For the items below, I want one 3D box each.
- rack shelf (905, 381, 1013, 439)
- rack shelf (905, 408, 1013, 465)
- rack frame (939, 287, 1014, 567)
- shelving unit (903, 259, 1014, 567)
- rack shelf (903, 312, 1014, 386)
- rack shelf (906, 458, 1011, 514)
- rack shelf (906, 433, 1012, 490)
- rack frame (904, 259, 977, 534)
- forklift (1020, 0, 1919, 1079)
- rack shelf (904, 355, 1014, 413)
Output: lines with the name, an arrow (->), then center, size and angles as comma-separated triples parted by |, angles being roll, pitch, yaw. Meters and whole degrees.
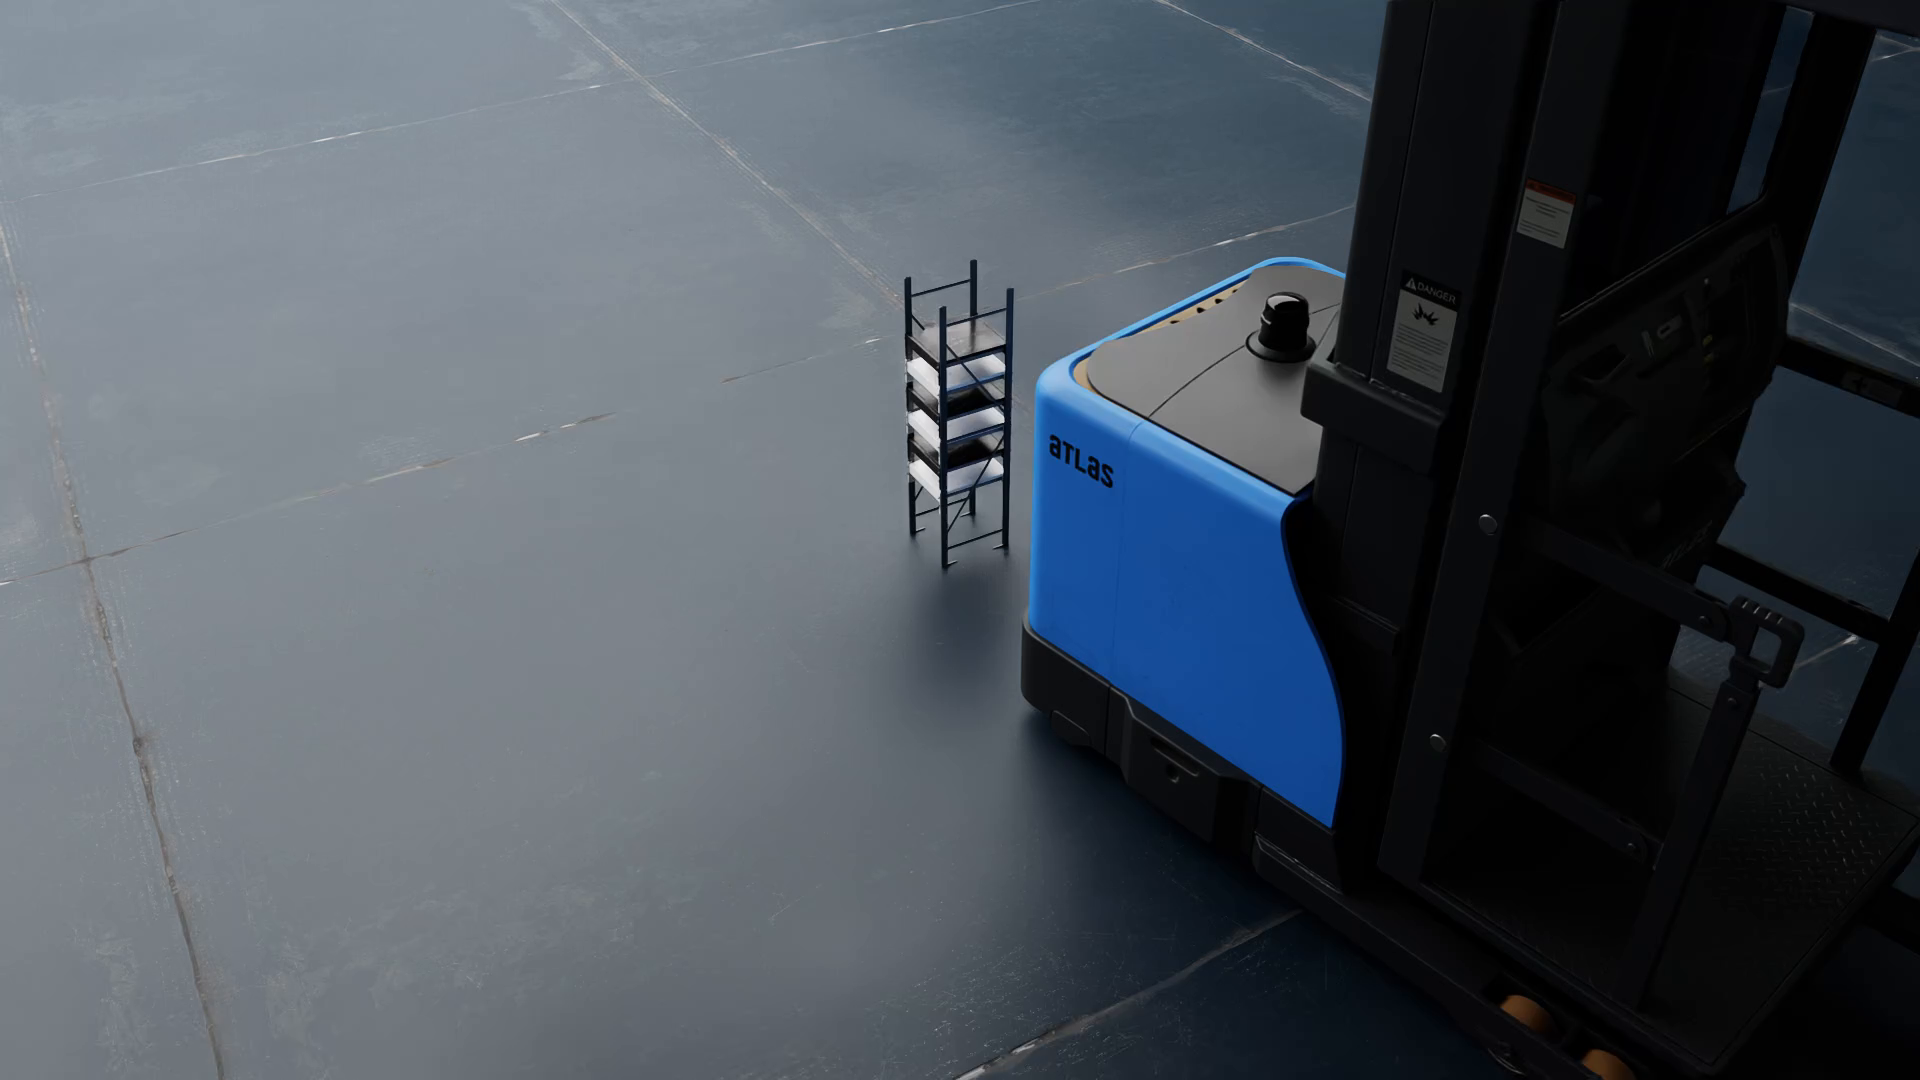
rack shelf -> -0.004, -0.413, 4.957 | 0.258, 0.077, 0.200 | -19, 40, -24
rack shelf -> -0.004, -0.341, 5.010 | 0.258, 0.077, 0.200 | -19, 40, -24
rack frame -> 0.047, -0.316, 4.919 | 0.240, 0.900, 0.006 | -19, 40, -24
shelving unit -> -0.004, -0.368, 4.990 | 0.258, 0.900, 0.210 | -19, 40, -24
rack shelf -> -0.004, -0.559, 4.851 | 0.258, 0.077, 0.200 | -19, 40, -24
rack shelf -> -0.004, -0.195, 5.116 | 0.258, 0.077, 0.200 | -19, 40, -24
rack shelf -> -0.004, -0.268, 5.063 | 0.258, 0.077, 0.200 | -19, 40, -24
rack frame -> -0.055, -0.419, 5.061 | 0.240, 0.900, 0.006 | -19, 40, -24
forklift -> 1.534, -0.276, 3.143 | 1.130, 2.935, 3.031 | -29, 45, -33
rack shelf -> -0.004, -0.486, 4.904 | 0.258, 0.077, 0.200 | -19, 40, -24
